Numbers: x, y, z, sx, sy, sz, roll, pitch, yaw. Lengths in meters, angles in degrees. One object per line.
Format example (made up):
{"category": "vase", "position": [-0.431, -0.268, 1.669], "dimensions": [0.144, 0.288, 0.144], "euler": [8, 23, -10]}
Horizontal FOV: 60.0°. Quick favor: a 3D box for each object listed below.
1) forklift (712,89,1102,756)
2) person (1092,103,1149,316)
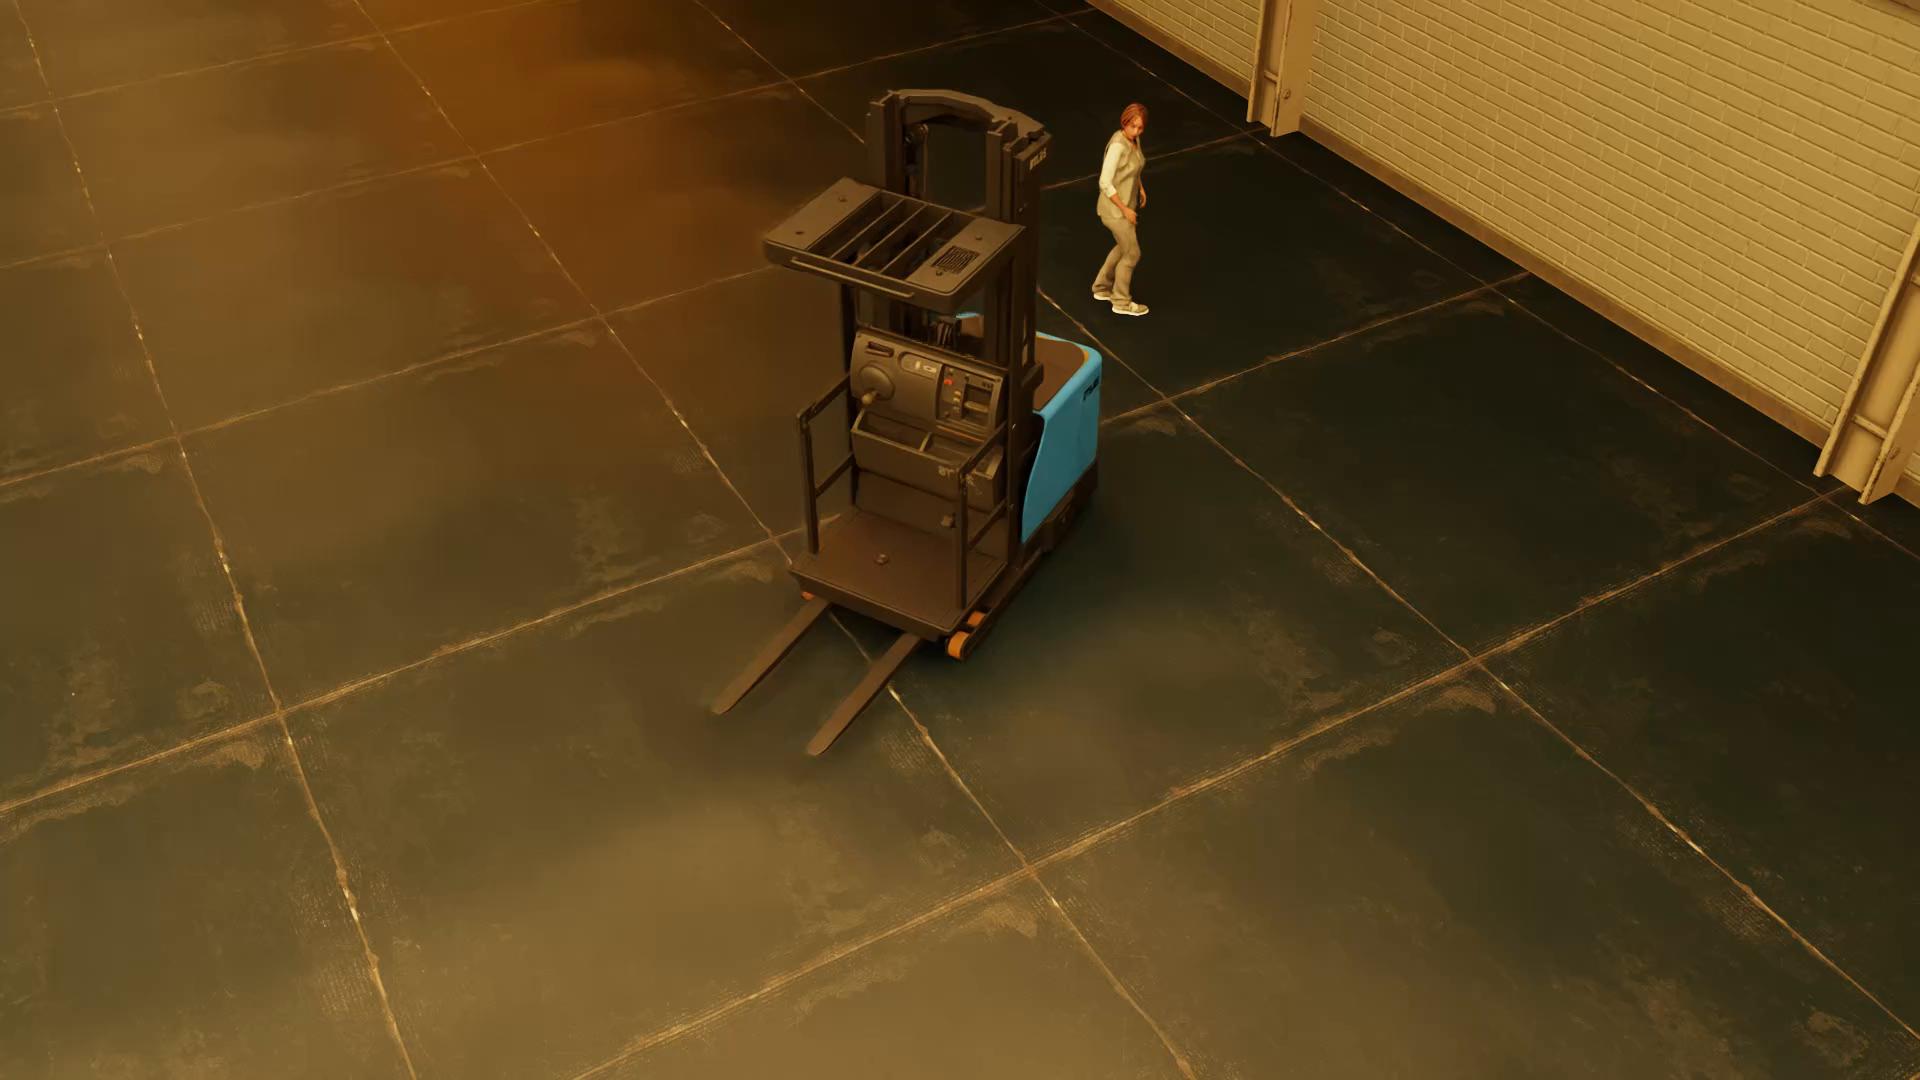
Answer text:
{"category": "forklift", "position": [-0.292, -0.780, 8.977], "dimensions": [1.130, 2.935, 3.031], "euler": [20, 44, 22]}
{"category": "person", "position": [1.209, -2.394, 11.997], "dimensions": [0.446, 1.573, 0.611], "euler": [7, 40, 9]}
